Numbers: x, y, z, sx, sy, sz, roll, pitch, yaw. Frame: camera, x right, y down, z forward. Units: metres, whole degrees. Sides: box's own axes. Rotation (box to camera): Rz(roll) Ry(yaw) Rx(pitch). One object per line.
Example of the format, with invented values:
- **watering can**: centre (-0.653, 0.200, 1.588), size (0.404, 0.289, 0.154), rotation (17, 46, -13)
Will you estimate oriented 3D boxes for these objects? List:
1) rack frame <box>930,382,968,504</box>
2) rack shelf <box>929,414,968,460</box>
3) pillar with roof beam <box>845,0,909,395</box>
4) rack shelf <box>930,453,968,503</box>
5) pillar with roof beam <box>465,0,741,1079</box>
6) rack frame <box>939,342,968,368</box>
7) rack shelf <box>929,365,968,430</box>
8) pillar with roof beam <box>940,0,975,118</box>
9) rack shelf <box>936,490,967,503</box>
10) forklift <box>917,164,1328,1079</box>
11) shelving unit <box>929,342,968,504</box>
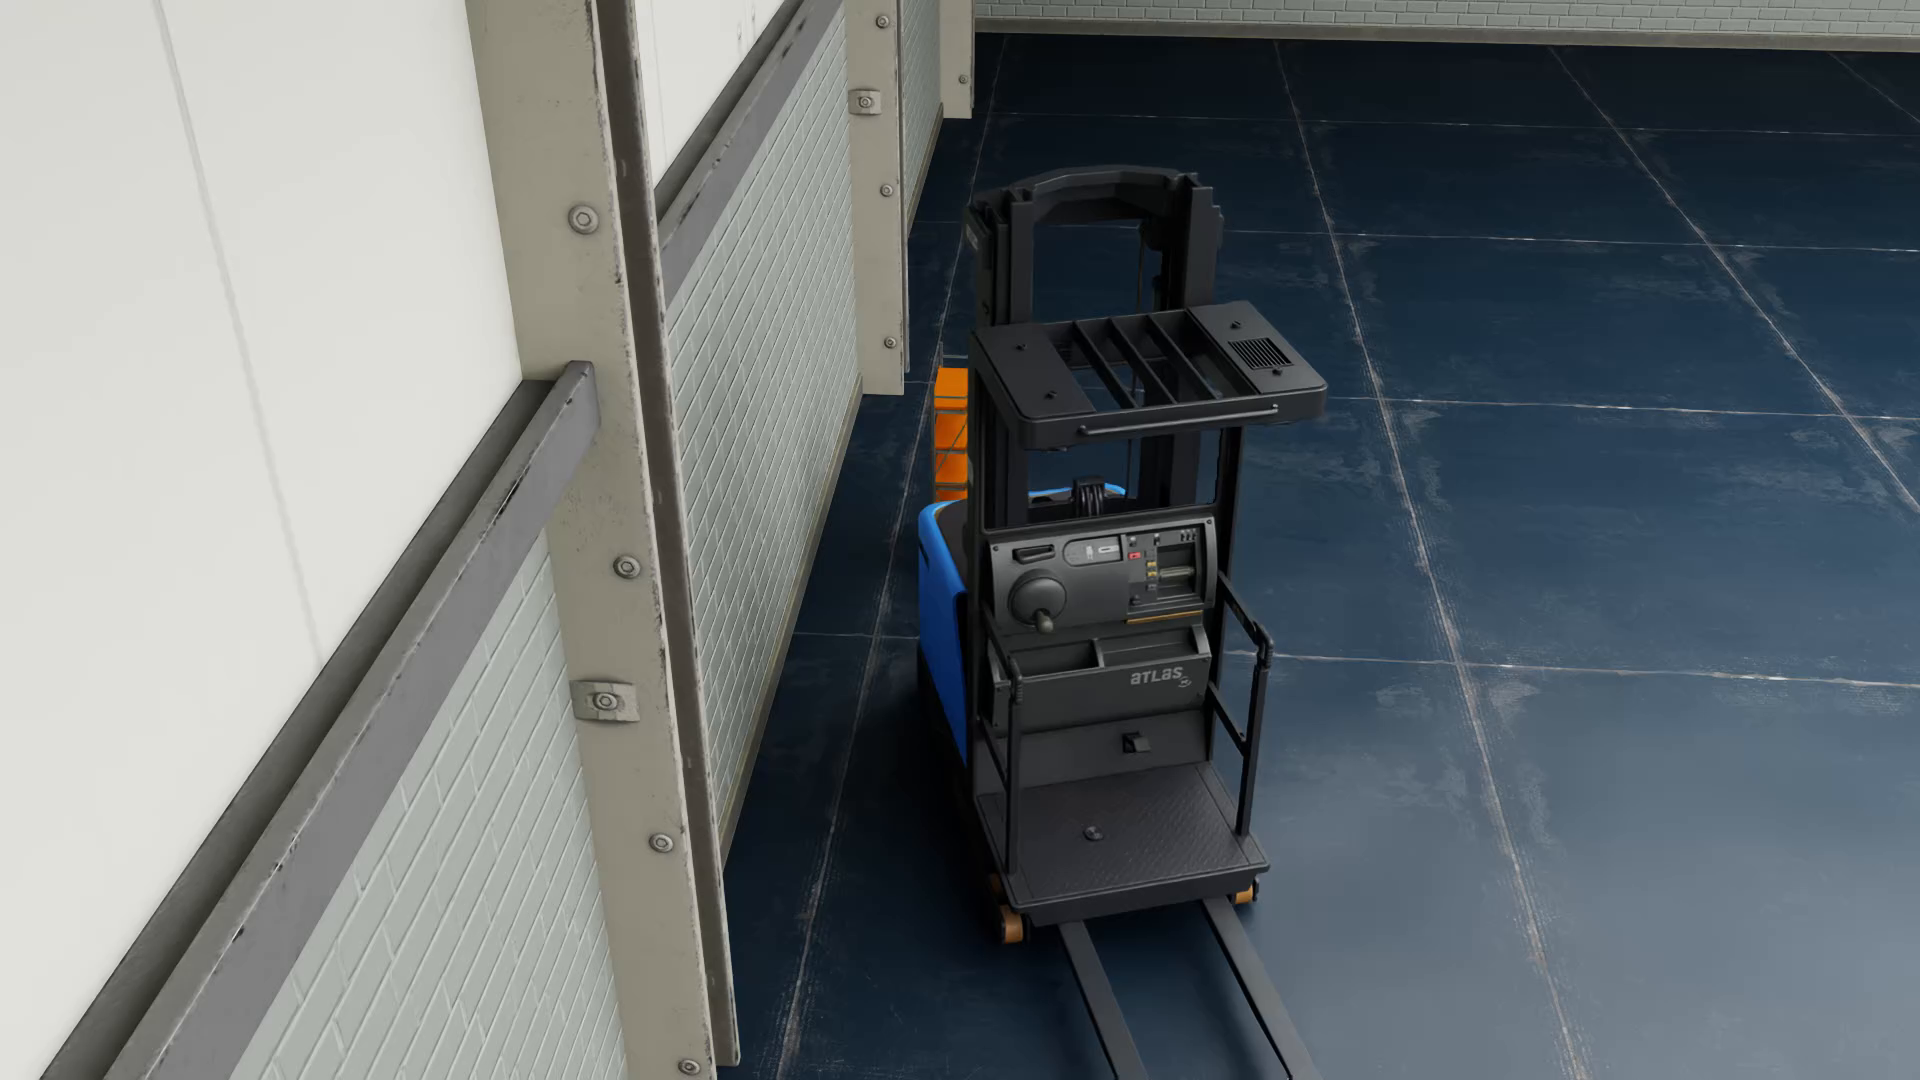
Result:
- **rack frame**: centre (-0.033, -0.297, 8.868), size (0.240, 1.200, 0.015), rotation (2, 32, 4)
- **rack shelf**: centre (-0.013, -0.557, 8.993), size (0.258, 0.148, 0.480), rotation (2, 32, 4)
- **pillar with roof beam**: centre (3.773, -4.725, 8.620), size (9.100, 9.000, 0.400), rotation (2, 32, 4)
- **rack shelf**: centre (-0.013, -0.367, 9.110), size (0.258, 0.148, 0.480), rotation (2, 32, 4)
- **pillar with roof beam**: centre (3.285, -1.587, 3.529), size (9.100, 9.000, 0.400), rotation (2, 32, 4)
- **rack frame**: centre (0.006, -0.552, 9.282), size (0.240, 1.200, 0.015), rotation (2, 32, 4)
- **rack shelf**: centre (-0.013, -0.759, 8.869), size (0.258, 0.148, 0.480), rotation (2, 32, 4)
- **pillar with roof beam**: centre (4.262, -7.862, 13.711), size (9.100, 9.000, 0.400), rotation (2, 32, 4)
- **rack shelf**: centre (-0.013, -0.198, 9.215), size (0.258, 0.148, 0.480), rotation (2, 32, 4)
- **forklift**: centre (0.625, 0.190, 6.428), size (1.130, 2.935, 3.031), rotation (-7, 32, -11)
- **shelving unit**: centre (-0.013, -0.424, 9.075), size (0.258, 1.200, 0.503), rotation (2, 32, 4)
